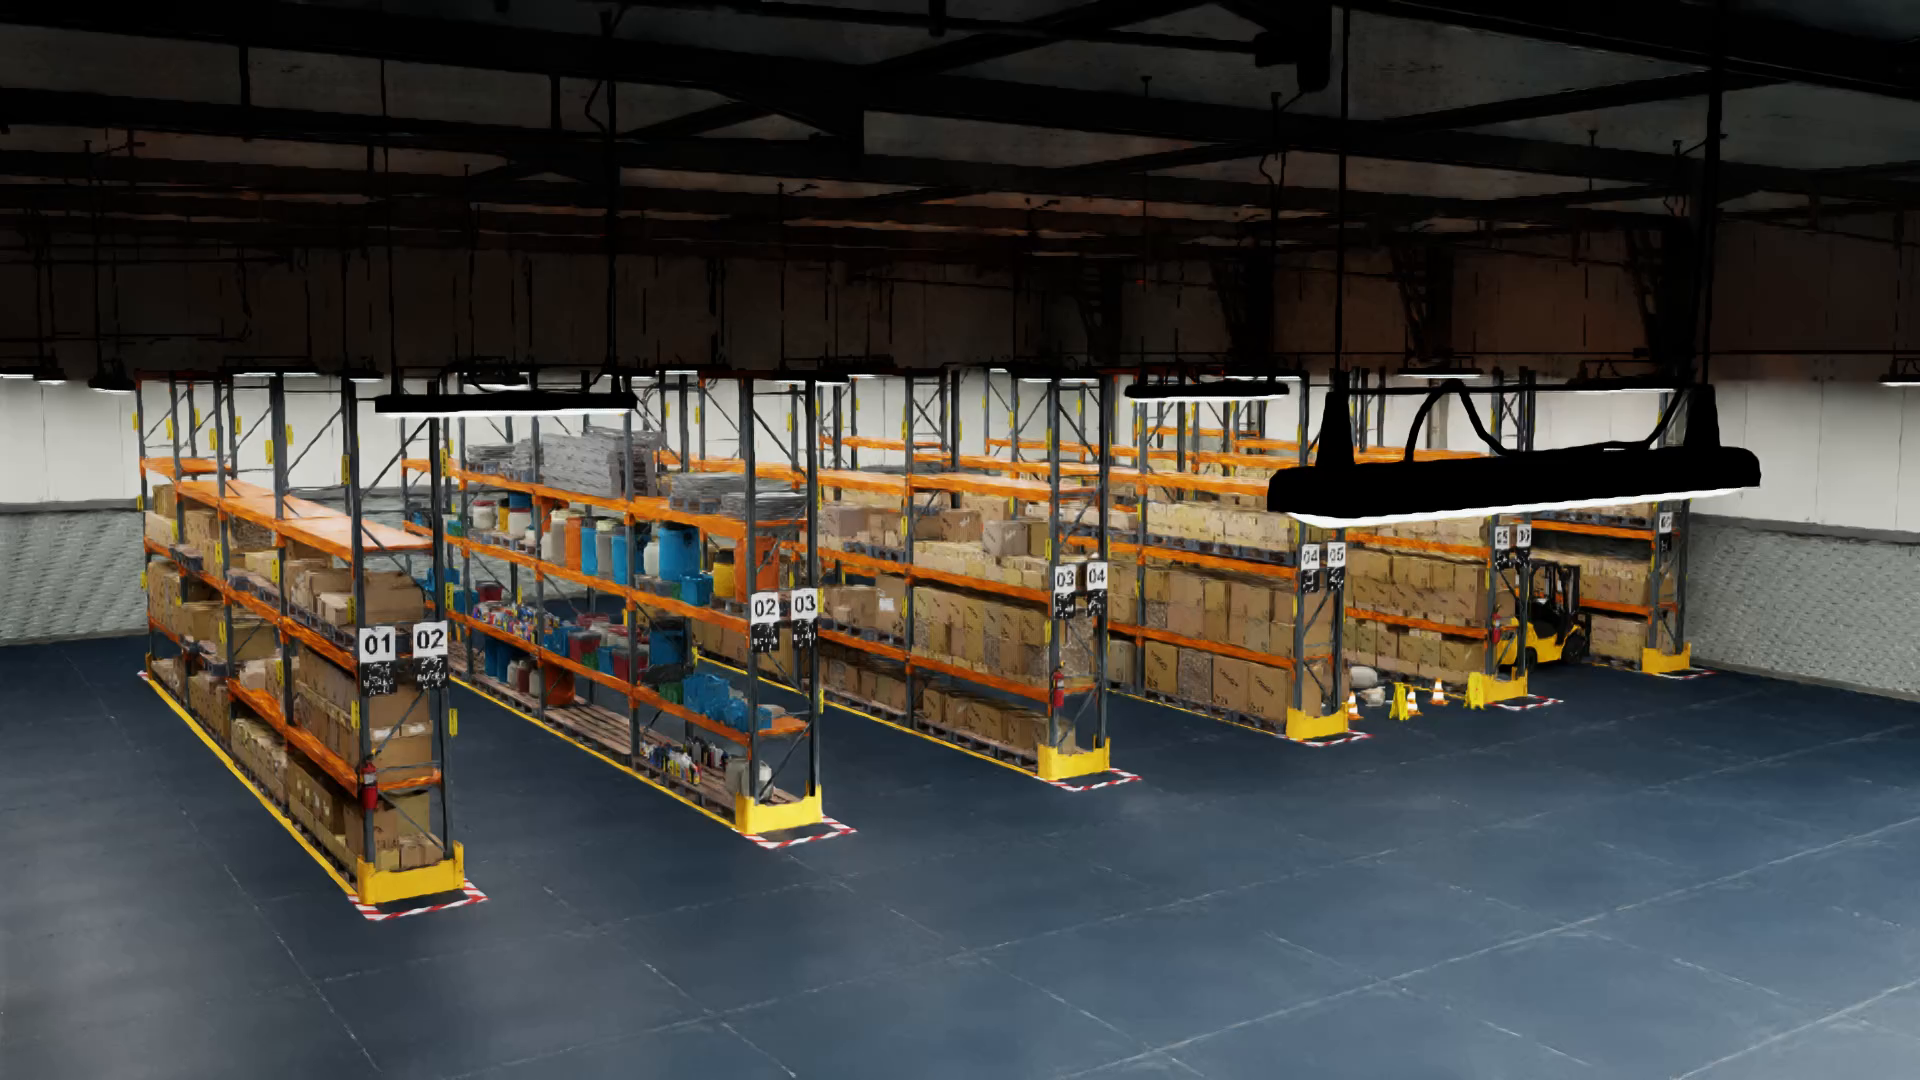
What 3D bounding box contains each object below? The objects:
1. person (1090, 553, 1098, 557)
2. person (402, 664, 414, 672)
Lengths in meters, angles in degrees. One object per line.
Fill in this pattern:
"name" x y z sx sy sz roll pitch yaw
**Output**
"person" 3.032 1.172 37.814 0.586 1.768 0.638 -1 7 -12
"person" -10.111 2.087 30.577 0.598 1.619 0.507 -5 8 -36
